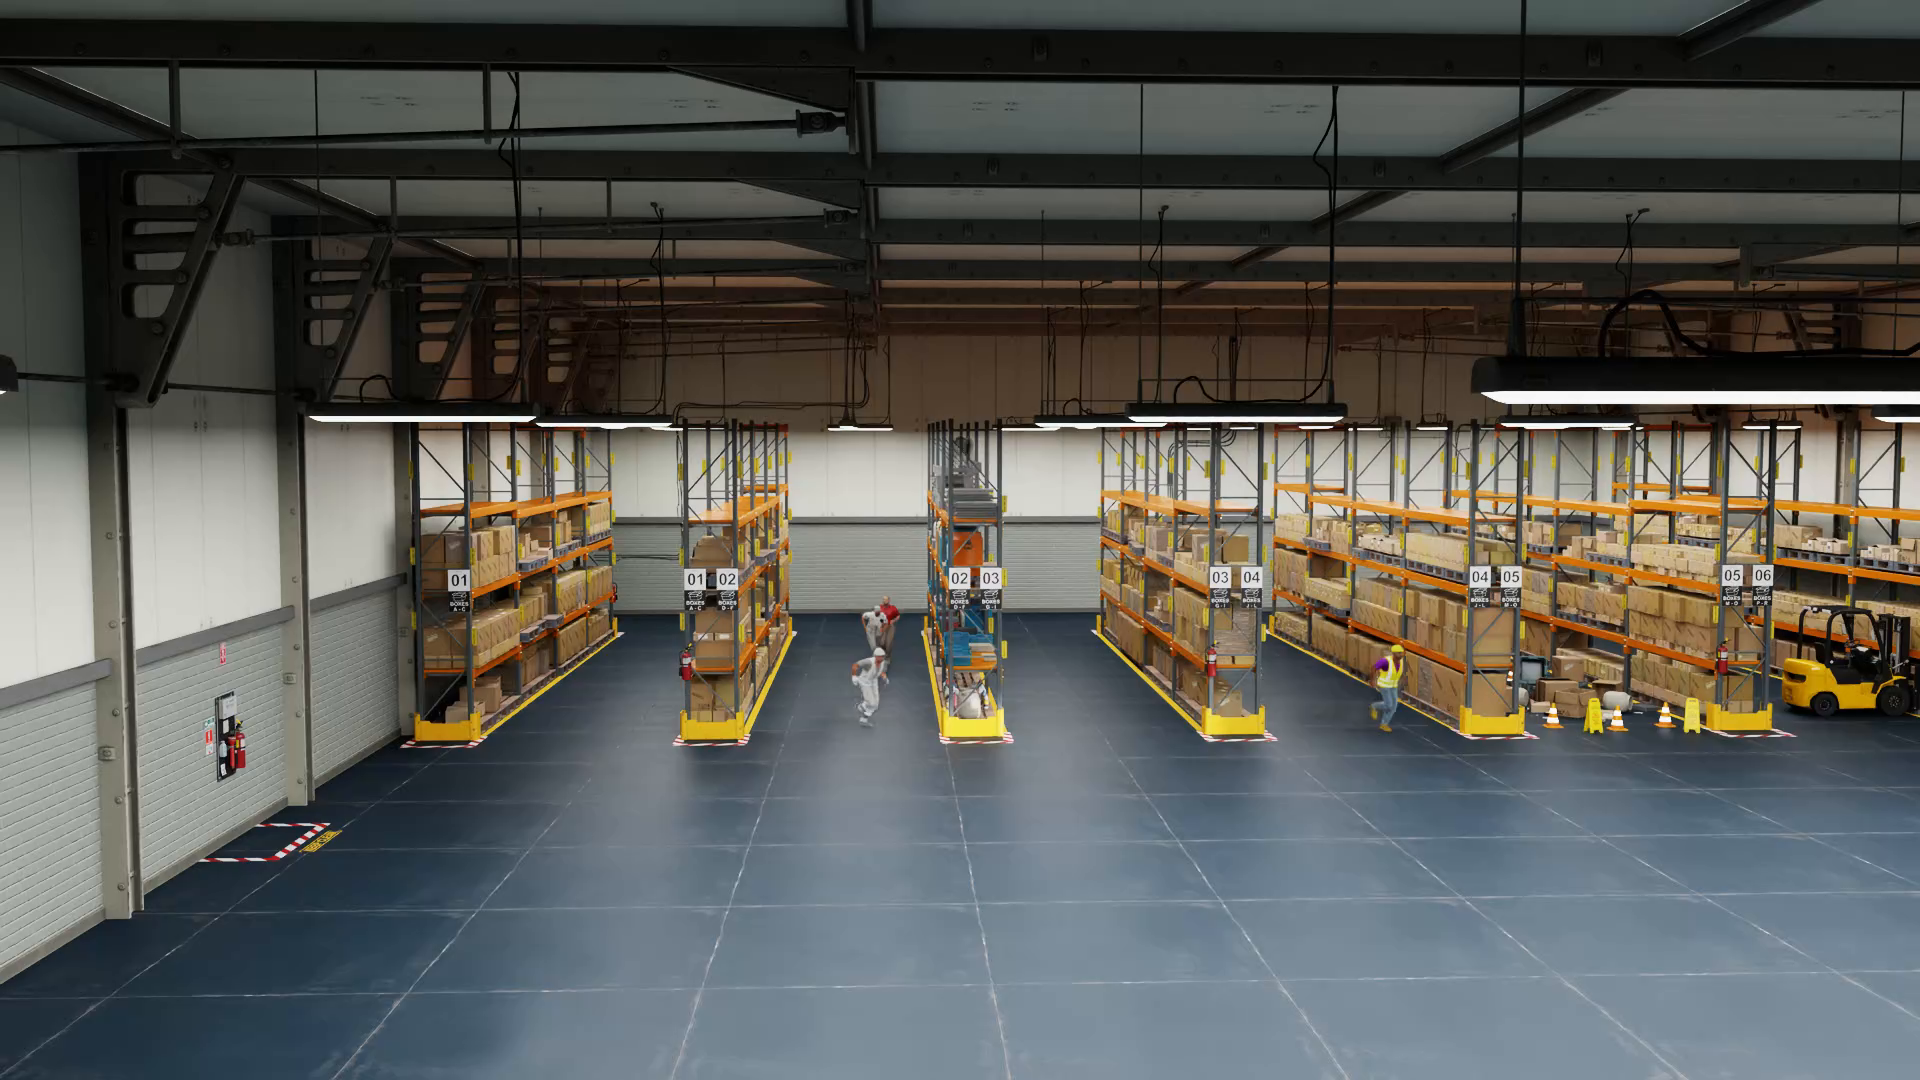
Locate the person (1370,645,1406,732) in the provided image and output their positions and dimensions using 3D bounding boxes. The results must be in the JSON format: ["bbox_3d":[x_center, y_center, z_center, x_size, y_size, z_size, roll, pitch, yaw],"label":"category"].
[{"bbox_3d":[8.262,2.842,32.098,0.693,1.689,0.773,-2,4,-34],"label":"person"}]

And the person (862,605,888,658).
[{"bbox_3d":[-2.084,2.361,40.646,0.648,1.627,1.037,-1,4,-11],"label":"person"}]

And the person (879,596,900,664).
[{"bbox_3d":[-1.823,2.233,41.302,0.645,1.694,0.608,0,4,5],"label":"person"}]

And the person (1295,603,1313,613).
[{"bbox_3d":[10.264,1.723,49.722,0.829,1.616,0.523,-2,4,-34],"label":"person"}]

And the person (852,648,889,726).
[{"bbox_3d":[-1.750,2.864,32.328,0.693,1.590,0.828,-3,5,-40],"label":"person"}]
